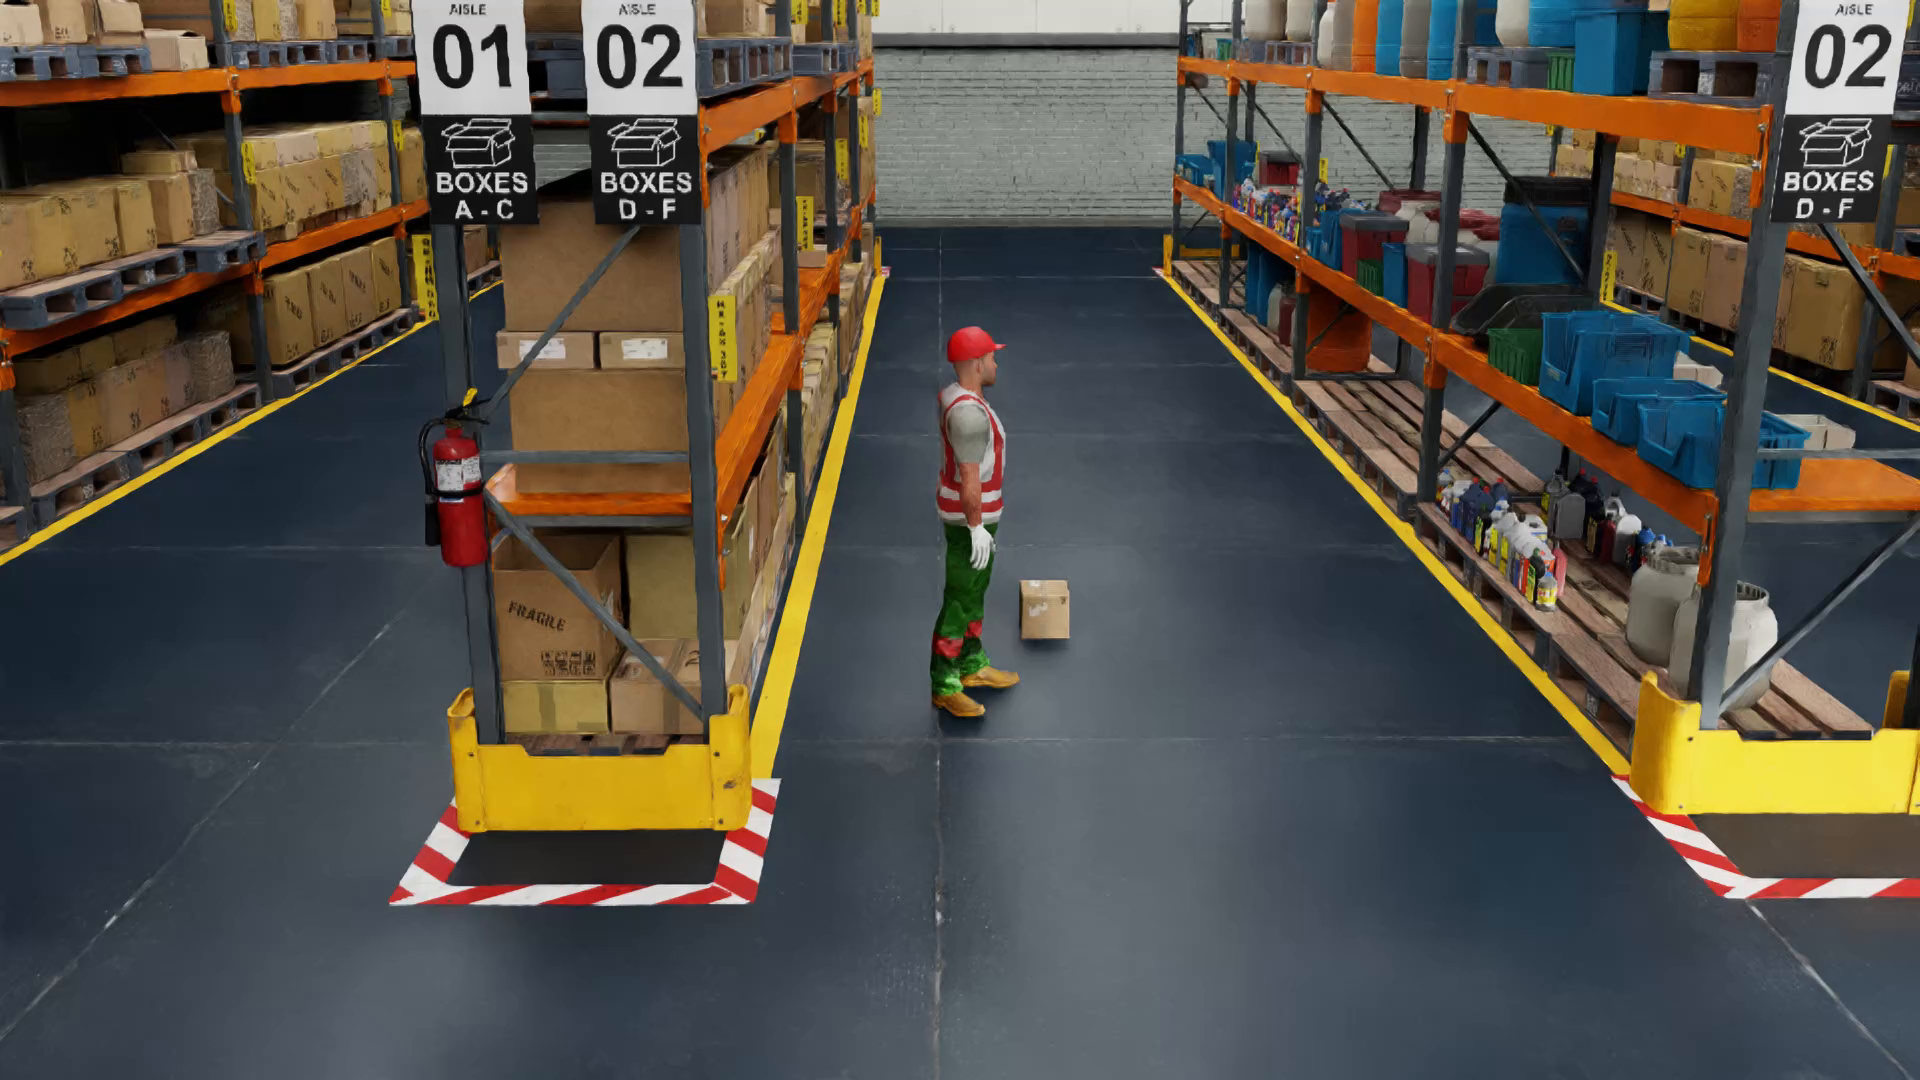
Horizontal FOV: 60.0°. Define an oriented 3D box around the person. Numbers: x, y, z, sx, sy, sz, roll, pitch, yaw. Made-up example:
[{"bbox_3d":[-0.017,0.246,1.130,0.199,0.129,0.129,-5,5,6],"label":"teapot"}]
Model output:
[{"bbox_3d":[0.072,-0.119,7.814,0.449,1.791,0.668,-1,17,-3],"label":"person"}]
